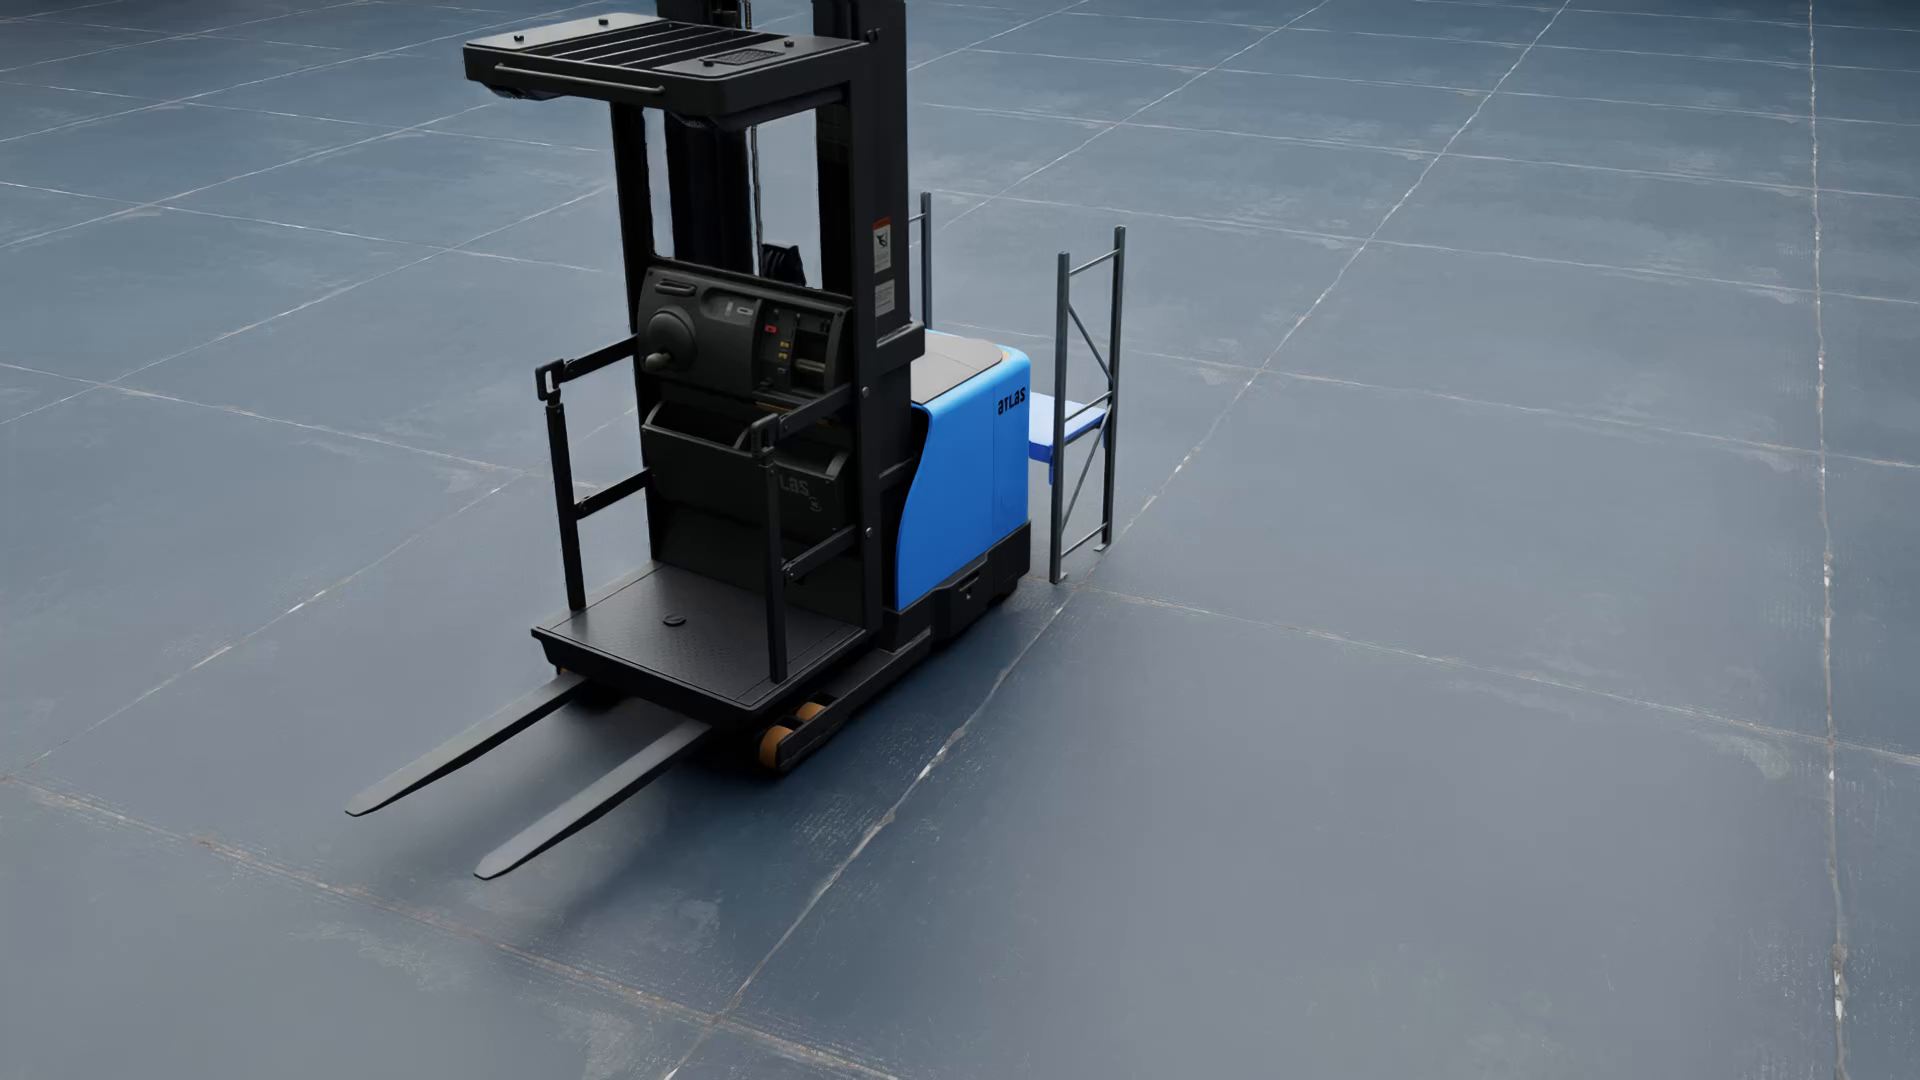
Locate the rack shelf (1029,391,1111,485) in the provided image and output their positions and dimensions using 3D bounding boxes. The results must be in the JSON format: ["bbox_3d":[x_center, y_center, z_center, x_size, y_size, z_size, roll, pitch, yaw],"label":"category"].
[{"bbox_3d":[0.132,-0.538,7.553,1.000,0.185,0.538,17,31,31],"label":"rack shelf"}]

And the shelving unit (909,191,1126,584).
[{"bbox_3d":[0.132,-0.700,7.473,1.048,1.500,0.538,17,31,31],"label":"shelving unit"}]

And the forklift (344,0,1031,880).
[{"bbox_3d":[-0.915,-0.710,5.874,1.130,2.935,3.031,16,30,29],"label":"forklift"}]

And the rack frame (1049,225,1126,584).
[{"bbox_3d":[0.550,-0.572,7.213,0.032,1.500,0.500,17,31,31],"label":"rack frame"}]

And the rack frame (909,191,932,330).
[{"bbox_3d":[-0.285,-0.828,7.733,0.032,1.500,0.500,17,31,31],"label":"rack frame"}]
